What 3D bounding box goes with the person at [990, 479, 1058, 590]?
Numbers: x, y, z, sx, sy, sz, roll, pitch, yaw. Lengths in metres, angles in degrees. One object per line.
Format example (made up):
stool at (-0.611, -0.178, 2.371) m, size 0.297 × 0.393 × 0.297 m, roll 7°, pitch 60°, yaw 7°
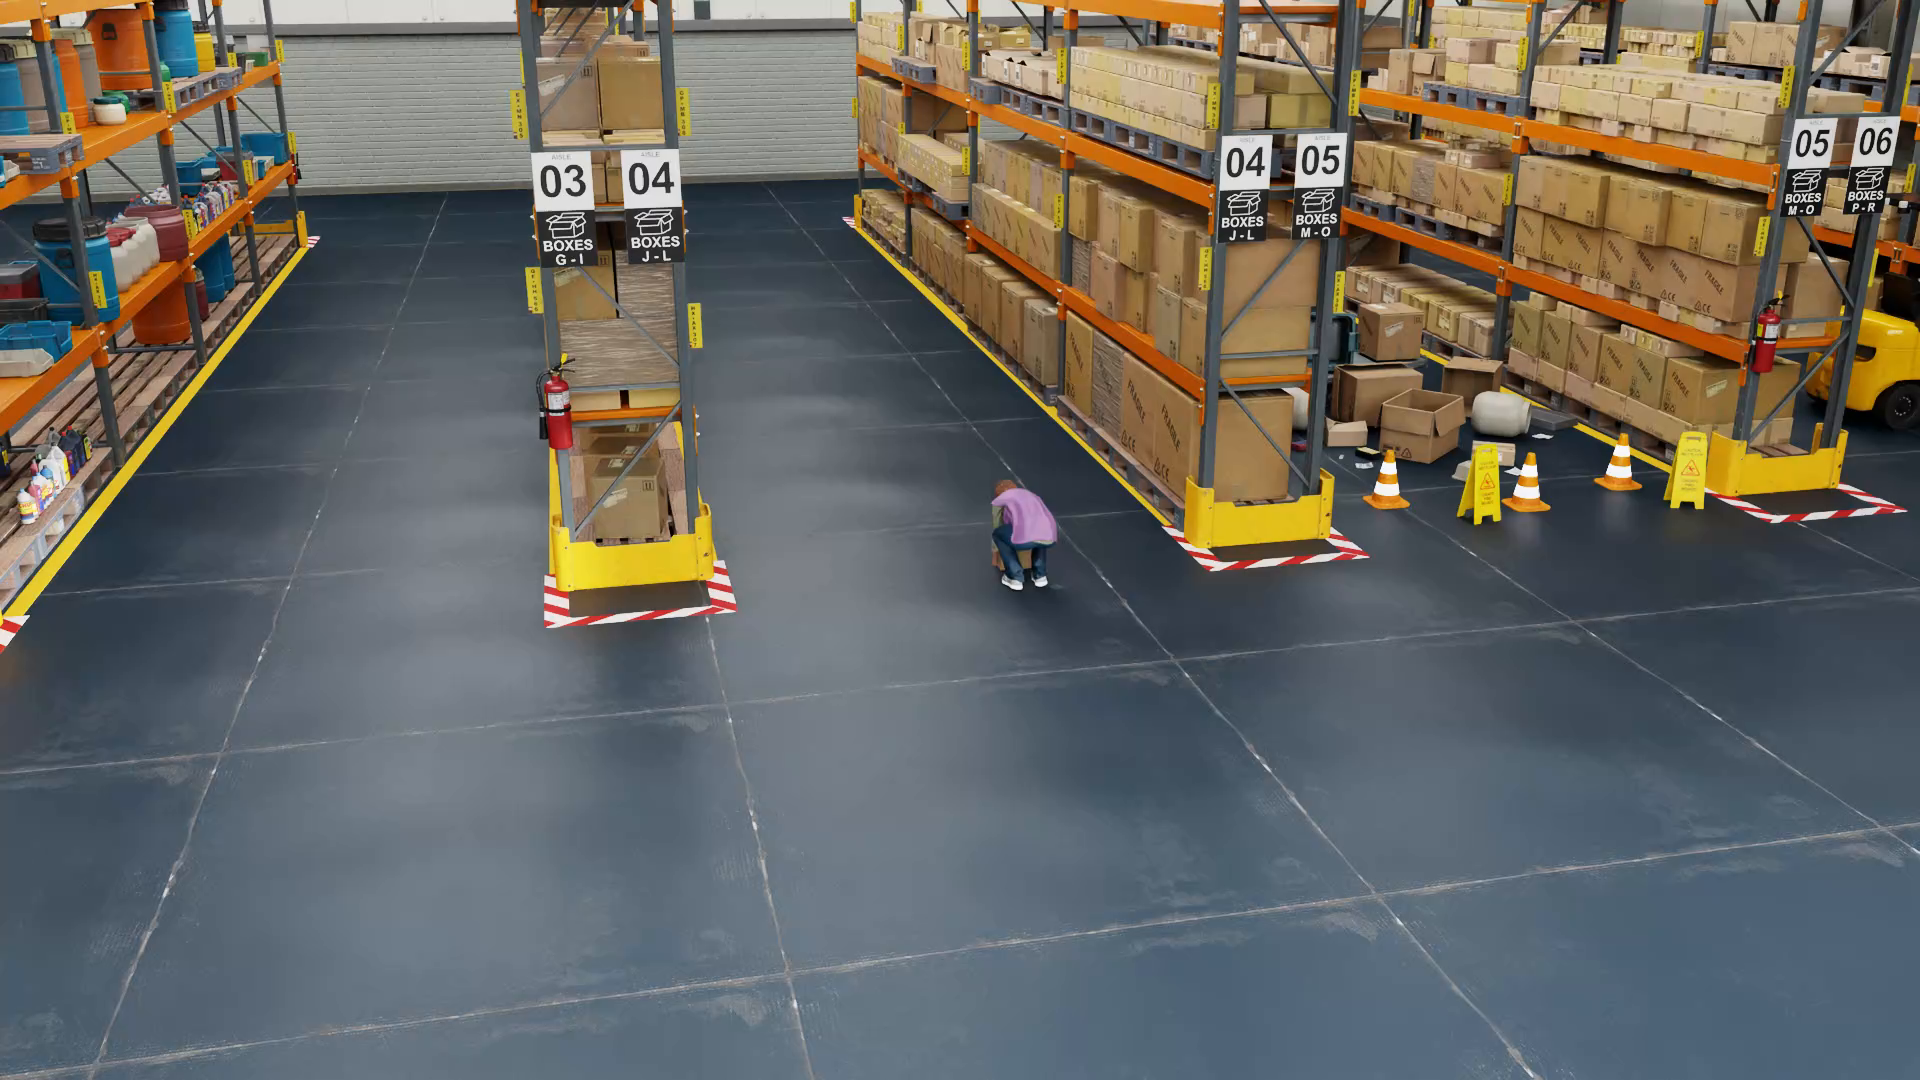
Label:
person at (0.463, -0.017, 12.517) m, size 0.419 × 0.695 × 0.858 m, roll -5°, pitch 21°, yaw -14°
